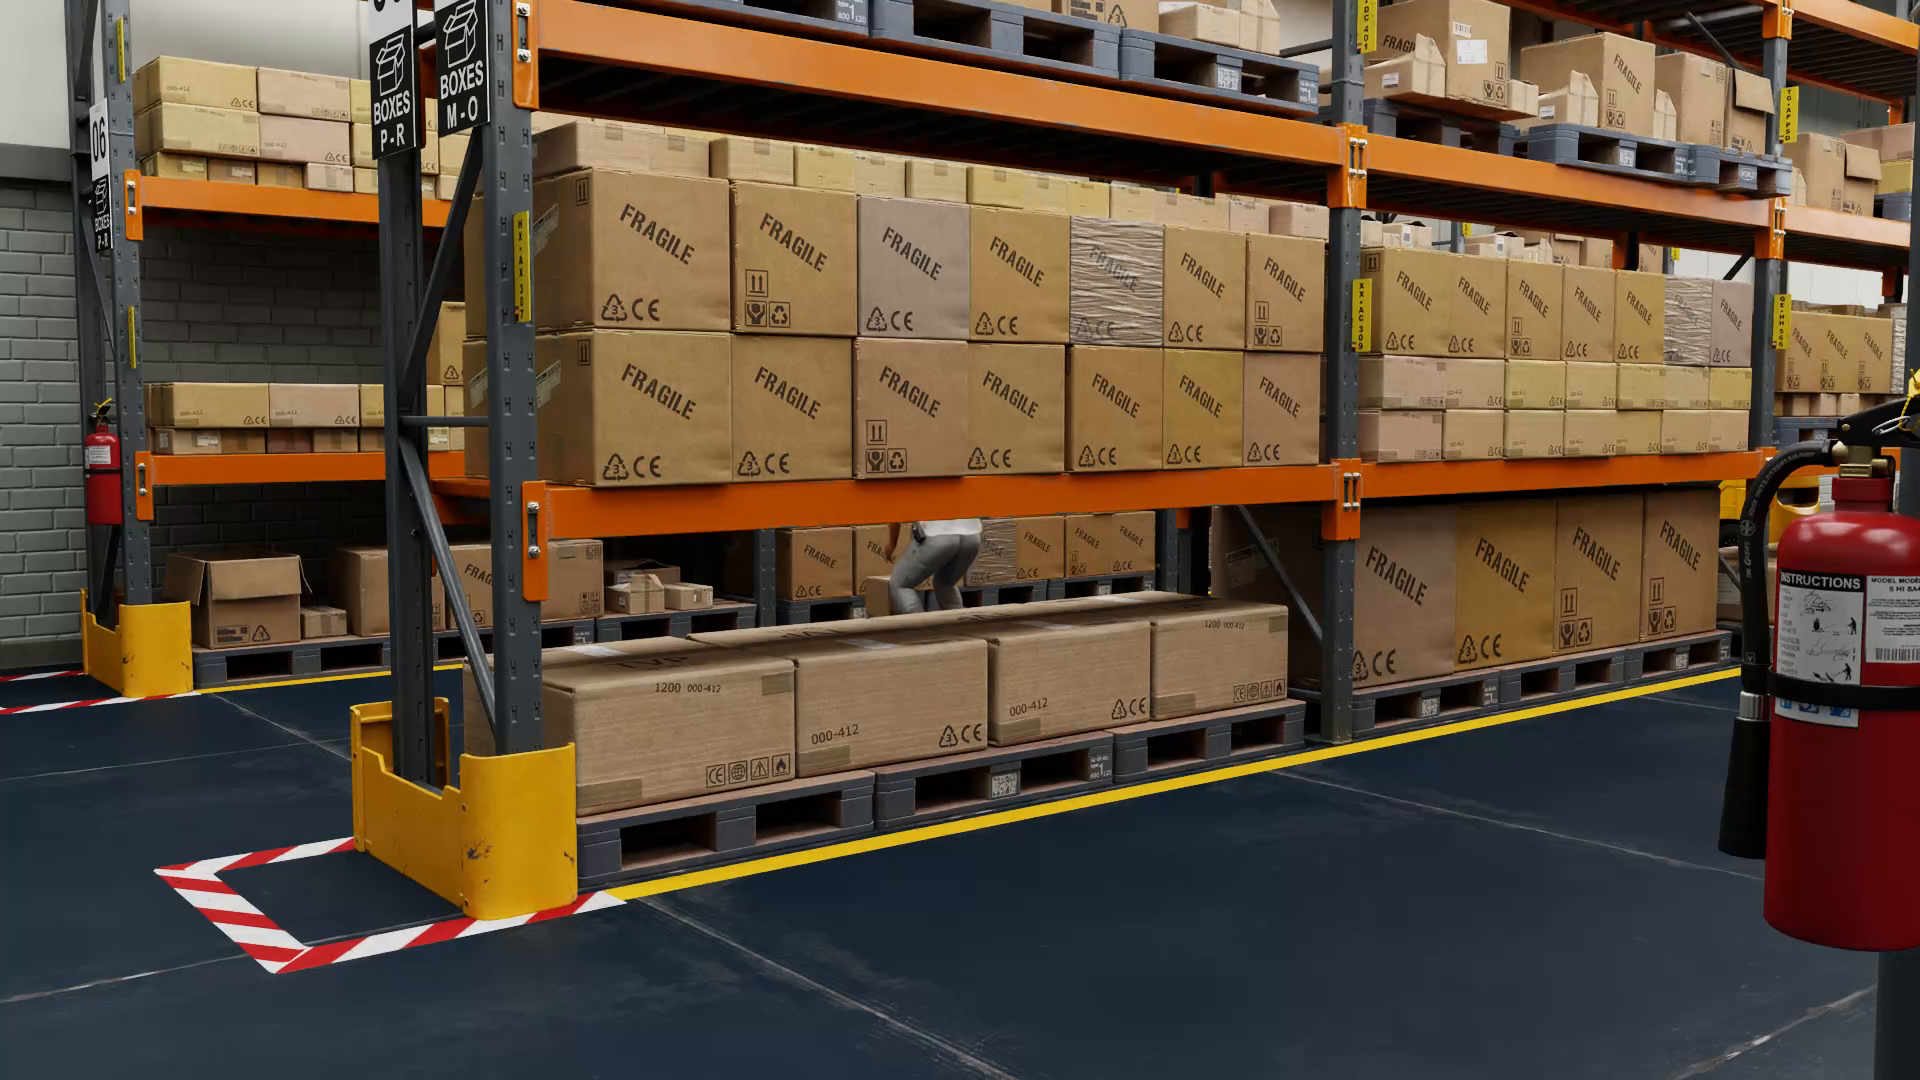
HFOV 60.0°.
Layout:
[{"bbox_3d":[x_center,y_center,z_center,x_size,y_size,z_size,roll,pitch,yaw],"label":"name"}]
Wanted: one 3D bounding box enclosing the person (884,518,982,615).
[{"bbox_3d":[-0.199,0.005,10.610,0.530,1.457,0.671,-3,6,-38],"label":"person"}]
